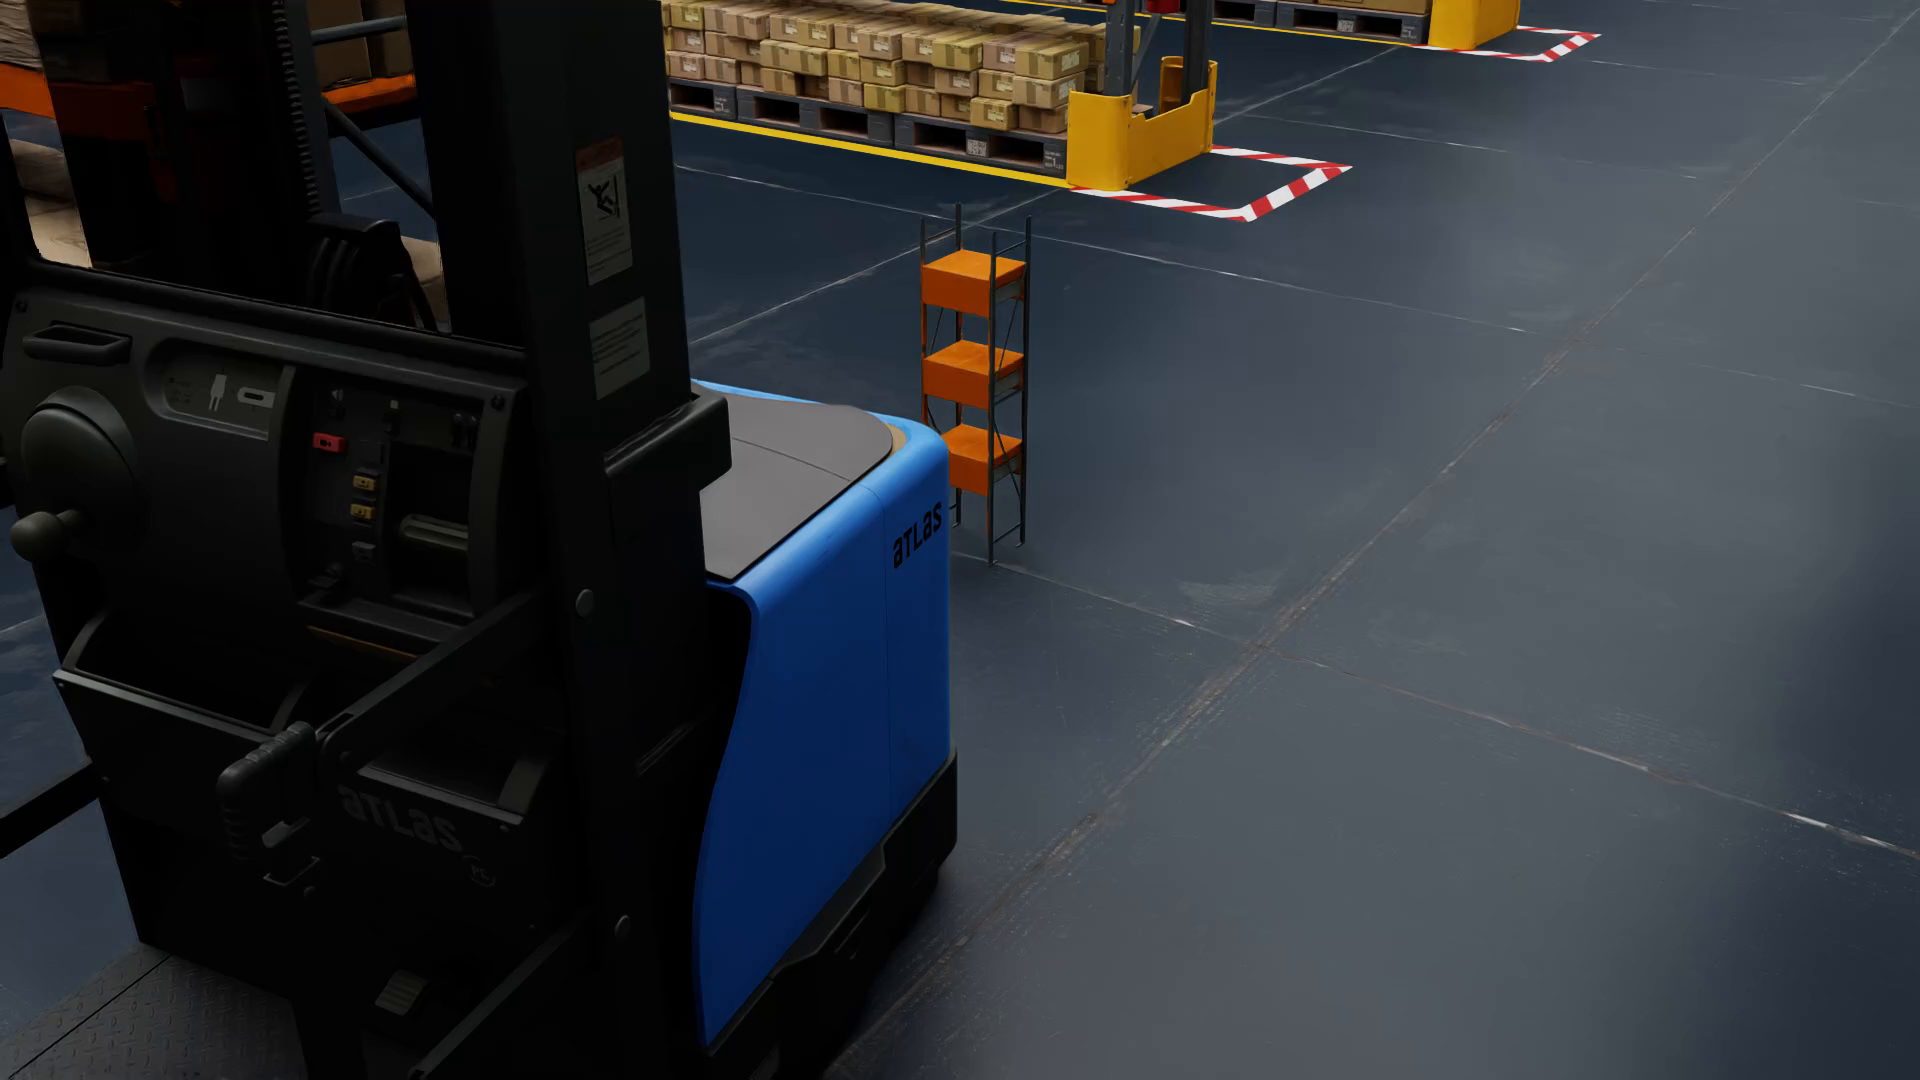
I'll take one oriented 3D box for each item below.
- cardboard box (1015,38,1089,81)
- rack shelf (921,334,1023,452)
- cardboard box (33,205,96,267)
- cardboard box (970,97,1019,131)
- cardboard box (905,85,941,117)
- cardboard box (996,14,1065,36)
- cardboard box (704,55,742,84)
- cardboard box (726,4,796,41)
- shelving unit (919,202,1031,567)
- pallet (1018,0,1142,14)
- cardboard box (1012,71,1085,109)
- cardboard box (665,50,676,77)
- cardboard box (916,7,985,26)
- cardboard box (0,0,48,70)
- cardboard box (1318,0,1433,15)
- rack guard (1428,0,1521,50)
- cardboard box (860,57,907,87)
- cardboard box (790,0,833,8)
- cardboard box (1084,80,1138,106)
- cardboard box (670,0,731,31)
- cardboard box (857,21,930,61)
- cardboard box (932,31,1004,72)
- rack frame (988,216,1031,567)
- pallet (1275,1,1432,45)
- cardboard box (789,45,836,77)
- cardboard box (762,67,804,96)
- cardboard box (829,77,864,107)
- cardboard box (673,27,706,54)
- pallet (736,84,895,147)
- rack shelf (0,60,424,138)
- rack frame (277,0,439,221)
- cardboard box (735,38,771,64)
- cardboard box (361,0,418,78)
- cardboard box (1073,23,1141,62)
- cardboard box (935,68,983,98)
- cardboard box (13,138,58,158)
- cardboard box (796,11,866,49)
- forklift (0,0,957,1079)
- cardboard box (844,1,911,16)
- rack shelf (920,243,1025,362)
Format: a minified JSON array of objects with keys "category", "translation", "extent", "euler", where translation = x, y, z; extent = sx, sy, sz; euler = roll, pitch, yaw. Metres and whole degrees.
[{"category":"cardboard box","translation":[0.509,-2.660,9.194],"extent":[0.250,0.149,0.380],"euler":[18,32,31]},{"category":"rack shelf","translation":[0.044,-0.445,4.990],"extent":[0.240,0.259,0.215],"euler":[17,32,30]},{"category":"cardboard box","translation":[-2.990,-0.970,6.210],"extent":[0.875,0.438,0.875],"euler":[18,32,32]},{"category":"cardboard box","translation":[0.268,-2.439,9.415],"extent":[0.250,0.149,0.380],"euler":[18,32,32]},{"category":"cardboard box","translation":[-0.112,-2.597,9.727],"extent":[0.250,0.149,0.380],"euler":[18,32,31]},{"category":"cardboard box","translation":[0.419,-3.019,9.899],"extent":[0.250,0.149,0.380],"euler":[17,32,30]},{"category":"cardboard box","translation":[-1.399,-3.008,10.533],"extent":[0.250,0.149,0.380],"euler":[17,31,29]},{"category":"cardboard box","translation":[-1.220,-3.186,10.228],"extent":[0.250,0.149,0.380],"euler":[18,32,31]},{"category":"shelving unit","translation":[0.044,-0.454,4.985],"extent":[0.252,1.050,0.215],"euler":[17,32,30]},{"category":"pallet","translation":[1.266,-4.825,14.499],"extent":[1.213,0.211,1.003],"euler":[17,32,30]},{"category":"cardboard box","translation":[0.493,-2.515,9.237],"extent":[0.250,0.149,0.380],"euler":[16,31,29]},{"category":"cardboard box","translation":[-1.870,-3.099,10.712],"extent":[0.250,0.149,0.380],"euler":[18,32,32]},{"category":"cardboard box","translation":[-0.055,-3.126,10.110],"extent":[0.250,0.149,0.380],"euler":[19,32,32]},{"category":"cardboard box","translation":[-3.012,-1.893,5.552],"extent":[0.500,0.500,0.500],"euler":[18,32,32]},{"category":"cardboard box","translation":[3.408,-4.640,12.940],"extent":[0.875,0.875,0.875],"euler":[17,32,30]},{"category":"rack guard","translation":[4.000,-4.145,12.844],"extent":[0.348,0.500,1.175],"euler":[17,32,30]},{"category":"cardboard box","translation":[-0.371,-2.776,9.749],"extent":[0.250,0.149,0.380],"euler":[18,32,31]},{"category":"cardboard box","translation":[-0.880,-3.409,10.665],"extent":[0.250,0.149,0.380],"euler":[16,31,28]},{"category":"cardboard box","translation":[0.839,-2.608,9.747],"extent":[0.250,0.149,0.380],"euler":[18,32,31]},{"category":"cardboard box","translation":[-1.611,-3.340,10.531],"extent":[0.250,0.149,0.380],"euler":[17,31,30]},{"category":"cardboard box","translation":[-0.381,-2.903,9.672],"extent":[0.250,0.149,0.380],"euler":[19,32,32]},{"category":"cardboard box","translation":[0.049,-2.765,9.400],"extent":[0.250,0.149,0.380],"euler":[17,31,29]},{"category":"rack frame","translation":[0.145,-0.423,4.923],"extent":[0.008,1.050,0.200],"euler":[17,32,30]},{"category":"pallet","translation":[3.277,-4.199,13.267],"extent":[1.213,0.211,1.003],"euler":[17,32,30]},{"category":"cardboard box","translation":[-0.814,-2.909,10.011],"extent":[0.250,0.149,0.380],"euler":[18,32,31]},{"category":"cardboard box","translation":[-0.997,-2.849,10.221],"extent":[0.250,0.149,0.380],"euler":[16,31,29]},{"category":"cardboard box","translation":[-0.572,-2.717,9.962],"extent":[0.250,0.149,0.380],"euler":[18,32,31]},{"category":"cardboard box","translation":[-1.610,-3.220,10.622],"extent":[0.250,0.149,0.380],"euler":[17,32,30]},{"category":"pallet","translation":[-0.625,-2.749,10.419],"extent":[1.213,0.211,1.003],"euler":[17,32,30]},{"category":"rack shelf","translation":[-3.279,-1.753,6.181],"extent":[4.000,0.370,1.077],"euler":[17,32,30]},{"category":"rack frame","translation":[-1.630,-1.560,5.009],"extent":[0.127,3.000,1.000],"euler":[17,32,30]},{"category":"cardboard box","translation":[-1.175,-3.070,10.328],"extent":[0.250,0.149,0.380],"euler":[19,33,33]},{"category":"cardboard box","translation":[-1.863,-1.835,5.439],"extent":[0.500,0.500,0.500],"euler":[17,32,30]},{"category":"cardboard box","translation":[0.850,-2.880,9.627],"extent":[0.250,0.149,0.380],"euler":[16,31,28]},{"category":"cardboard box","translation":[0.063,-2.648,9.498],"extent":[0.250,0.149,0.380],"euler":[16,31,28]},{"category":"cardboard box","translation":[-4.470,-1.431,7.117],"extent":[0.875,0.438,0.875],"euler":[17,31,30]},{"category":"cardboard box","translation":[-0.768,-3.069,9.998],"extent":[0.250,0.149,0.380],"euler":[17,32,31]},{"category":"forklift","translation":[-1.090,-0.070,2.156],"extent":[1.130,2.935,3.031],"euler":[12,29,22]},{"category":"cardboard box","translation":[-0.508,-3.240,10.333],"extent":[0.250,0.149,0.380],"euler":[17,32,30]},{"category":"rack shelf","translation":[0.044,-0.698,4.861],"extent":[0.240,0.259,0.215],"euler":[17,32,30]}]
